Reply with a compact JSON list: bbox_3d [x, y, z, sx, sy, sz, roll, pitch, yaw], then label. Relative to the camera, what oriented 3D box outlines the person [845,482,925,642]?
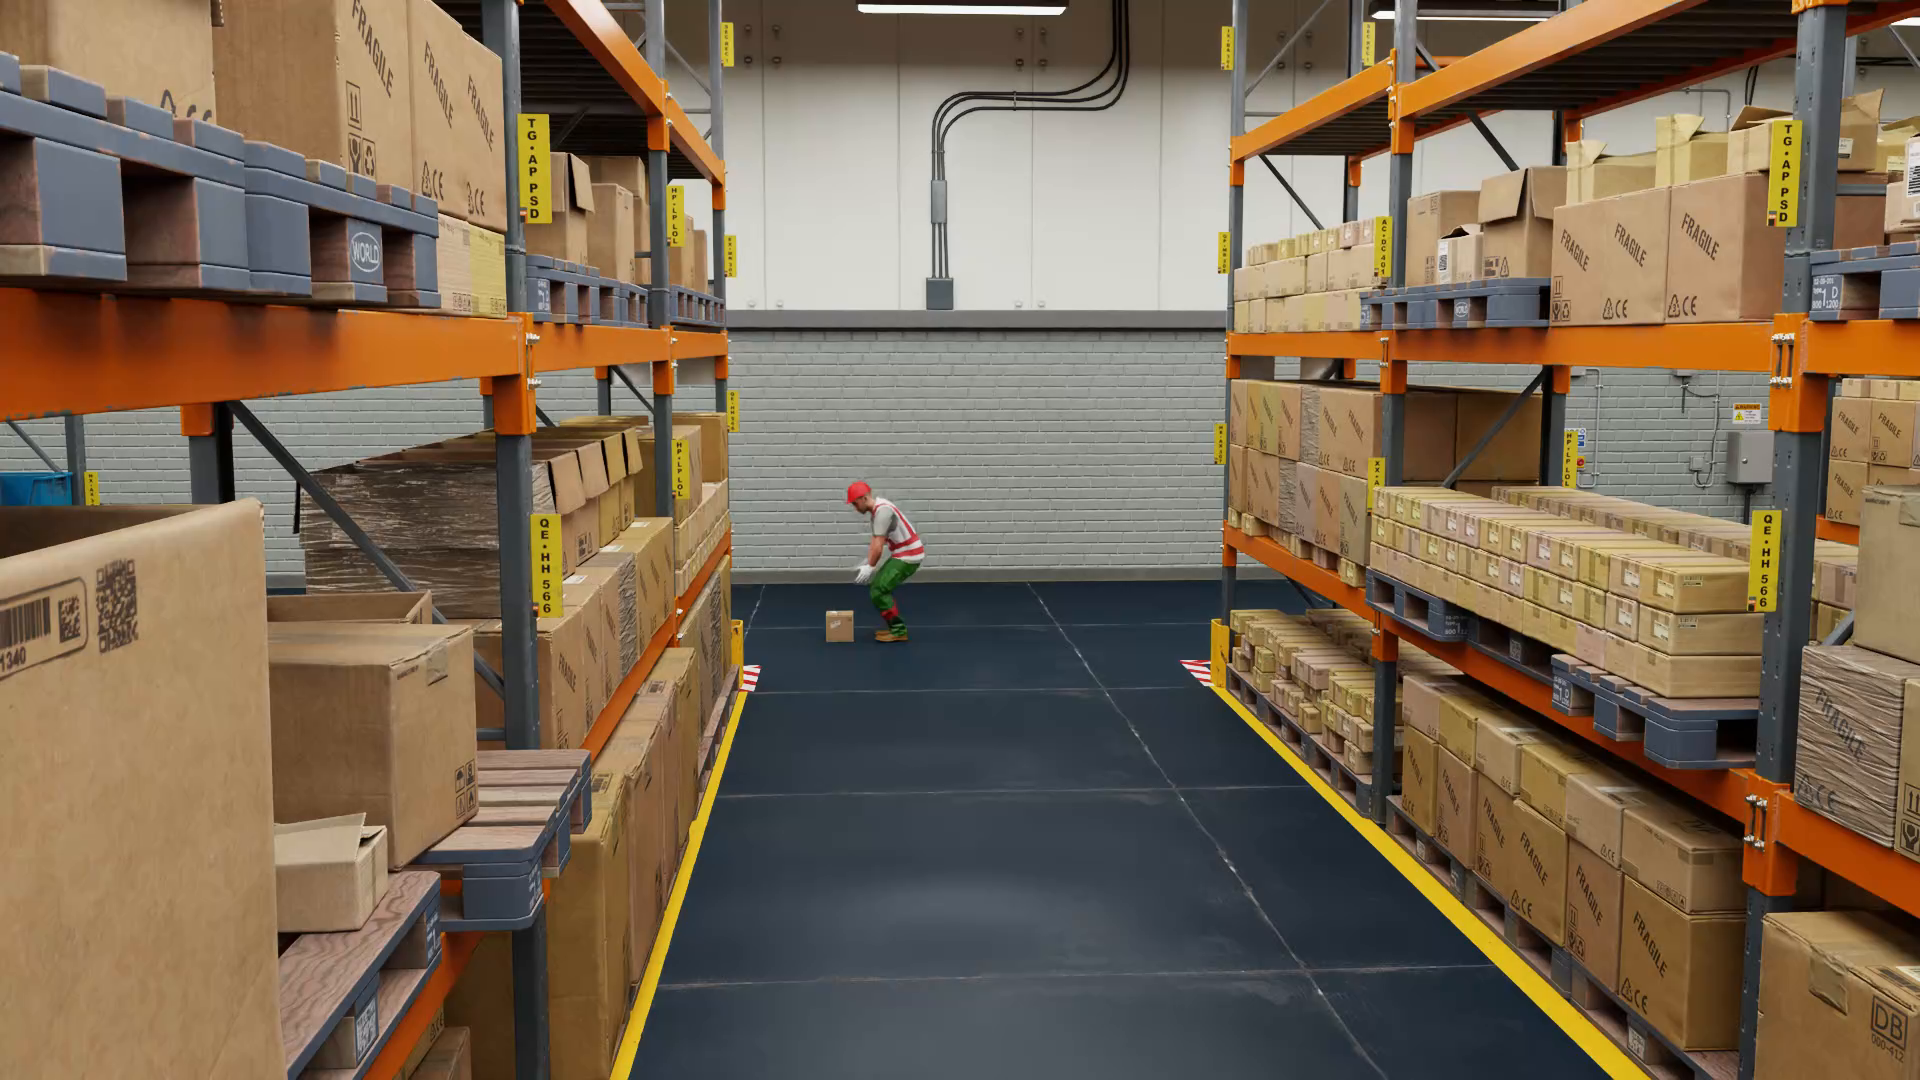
[{"bbox_3d":[-0.690,0.197,15.327,0.731,1.471,0.582,0,7,-3],"label":"person"}]
